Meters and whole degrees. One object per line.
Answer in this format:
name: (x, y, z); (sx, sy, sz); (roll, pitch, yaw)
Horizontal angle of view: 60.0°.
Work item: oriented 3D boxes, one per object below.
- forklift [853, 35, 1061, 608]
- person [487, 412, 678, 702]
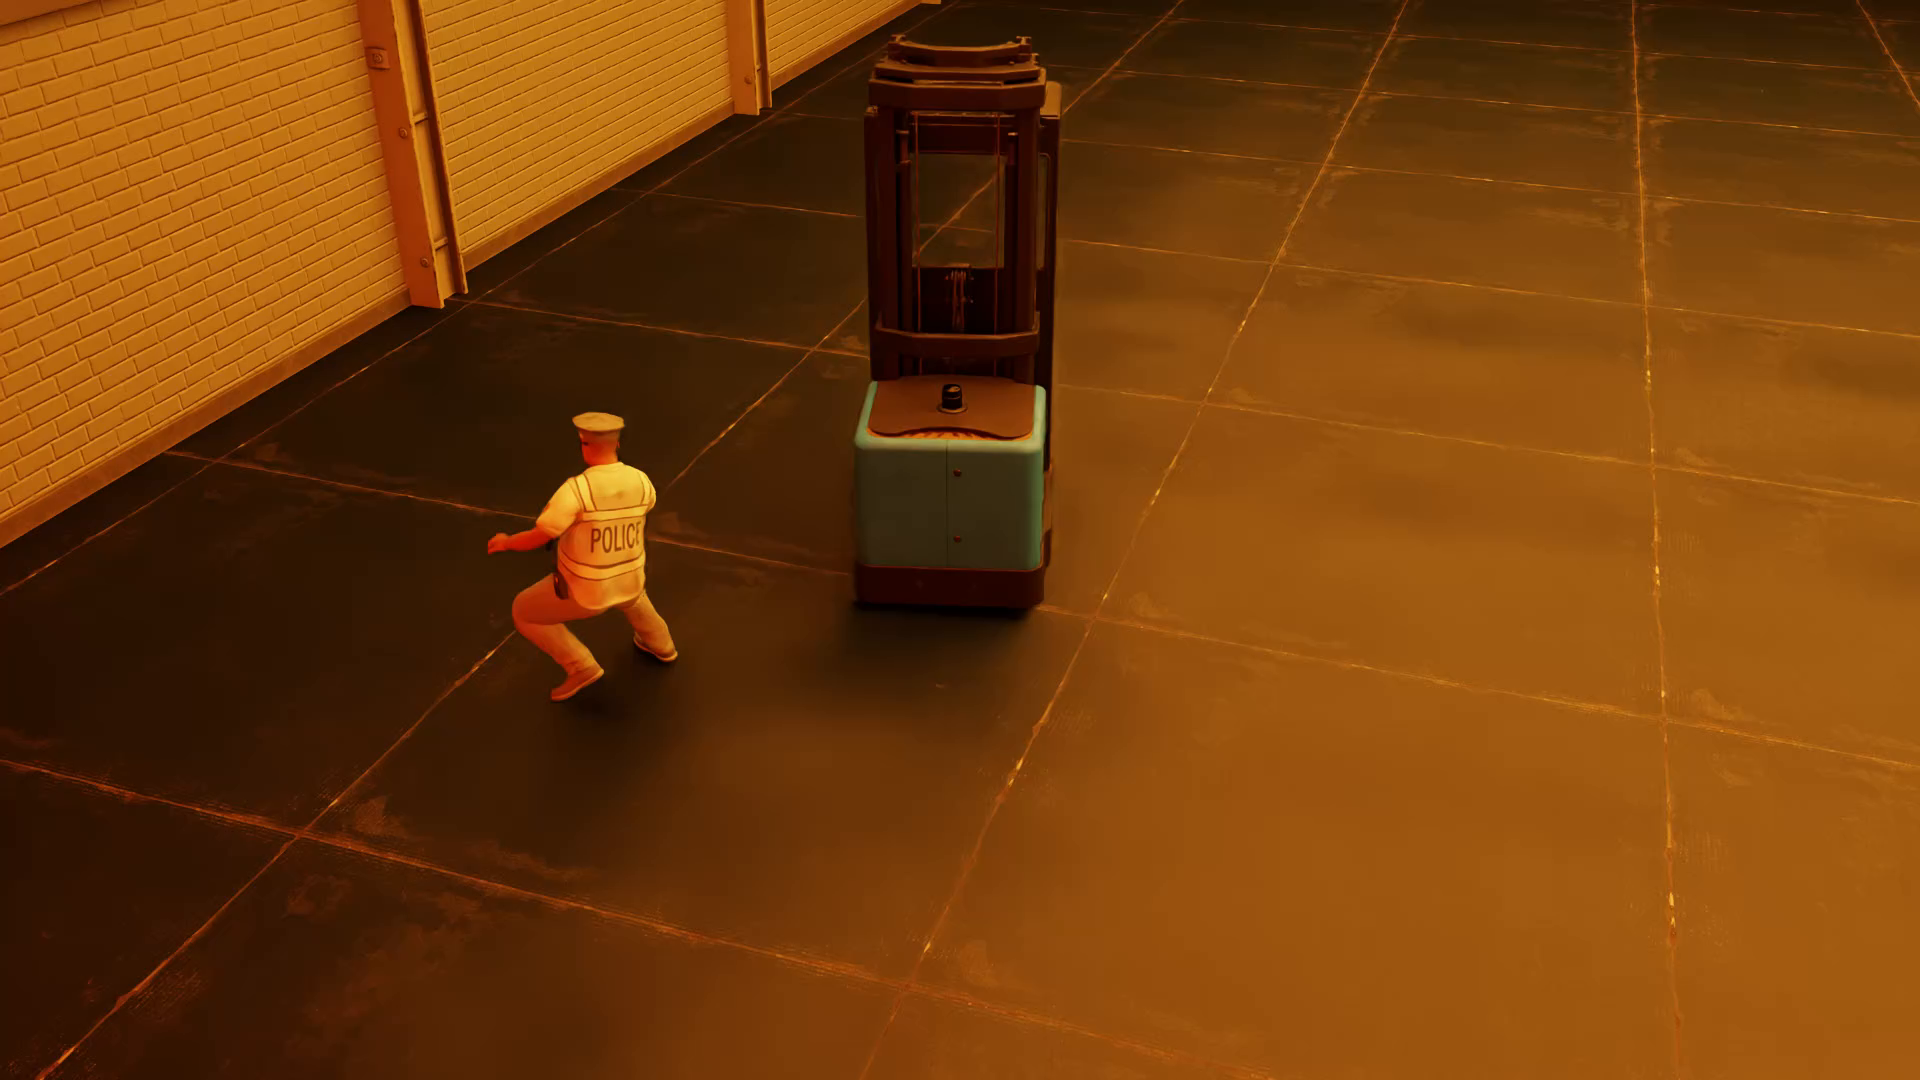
forklift: (0.025, -1.592, 9.928); (1.130, 2.935, 3.031); (2, 30, 3)
person: (-1.882, 0.074, 8.377); (0.907, 1.567, 0.768); (-25, 38, -36)
